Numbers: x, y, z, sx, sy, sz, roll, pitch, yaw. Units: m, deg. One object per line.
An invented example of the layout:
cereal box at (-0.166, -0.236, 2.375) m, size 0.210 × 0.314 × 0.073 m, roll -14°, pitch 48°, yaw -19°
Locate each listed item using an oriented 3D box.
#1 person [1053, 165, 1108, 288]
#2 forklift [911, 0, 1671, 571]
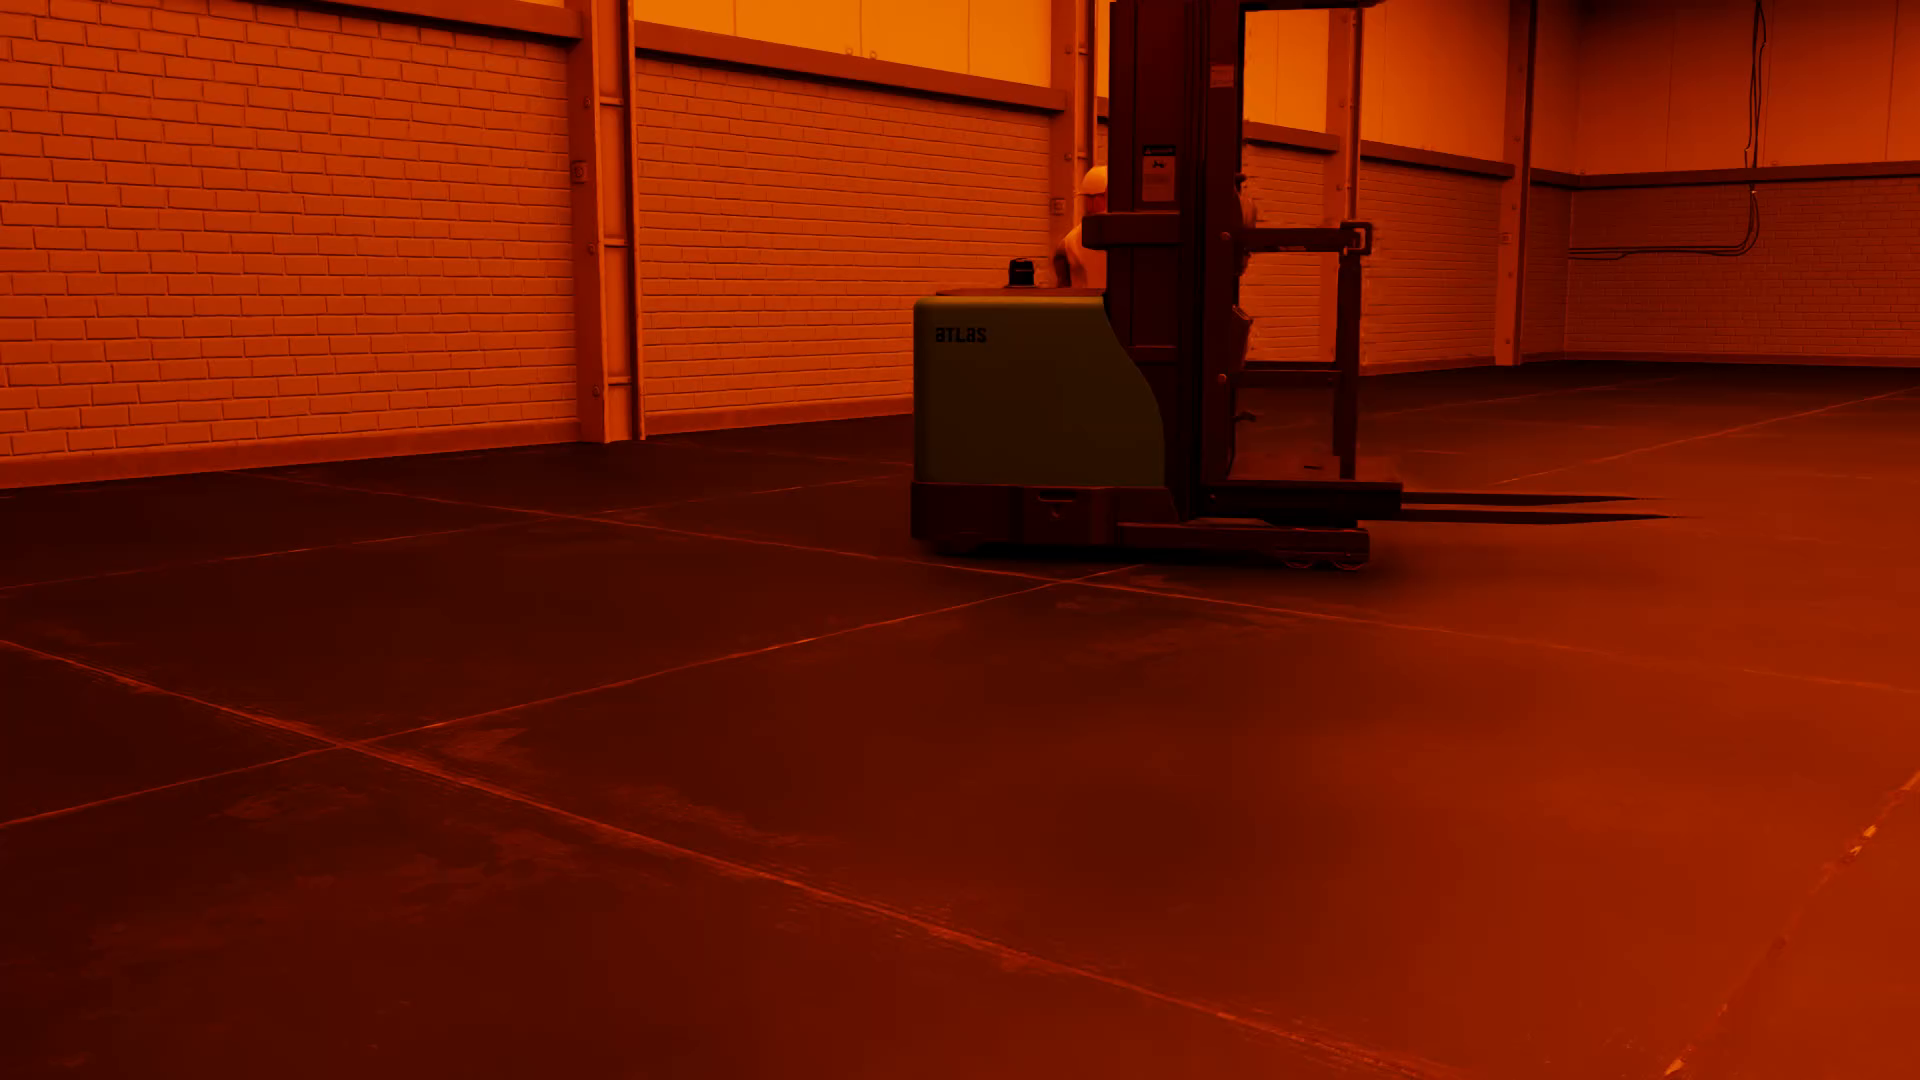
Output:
person at (0.820, -0.993, 8.341) m, size 0.707 × 1.727 × 0.891 m, roll 1°, pitch 8°, yaw 8°
forklift at (1.361, -1.412, 6.935) m, size 3.031 × 2.935 × 1.130 m, roll 2°, pitch 8°, yaw 11°
